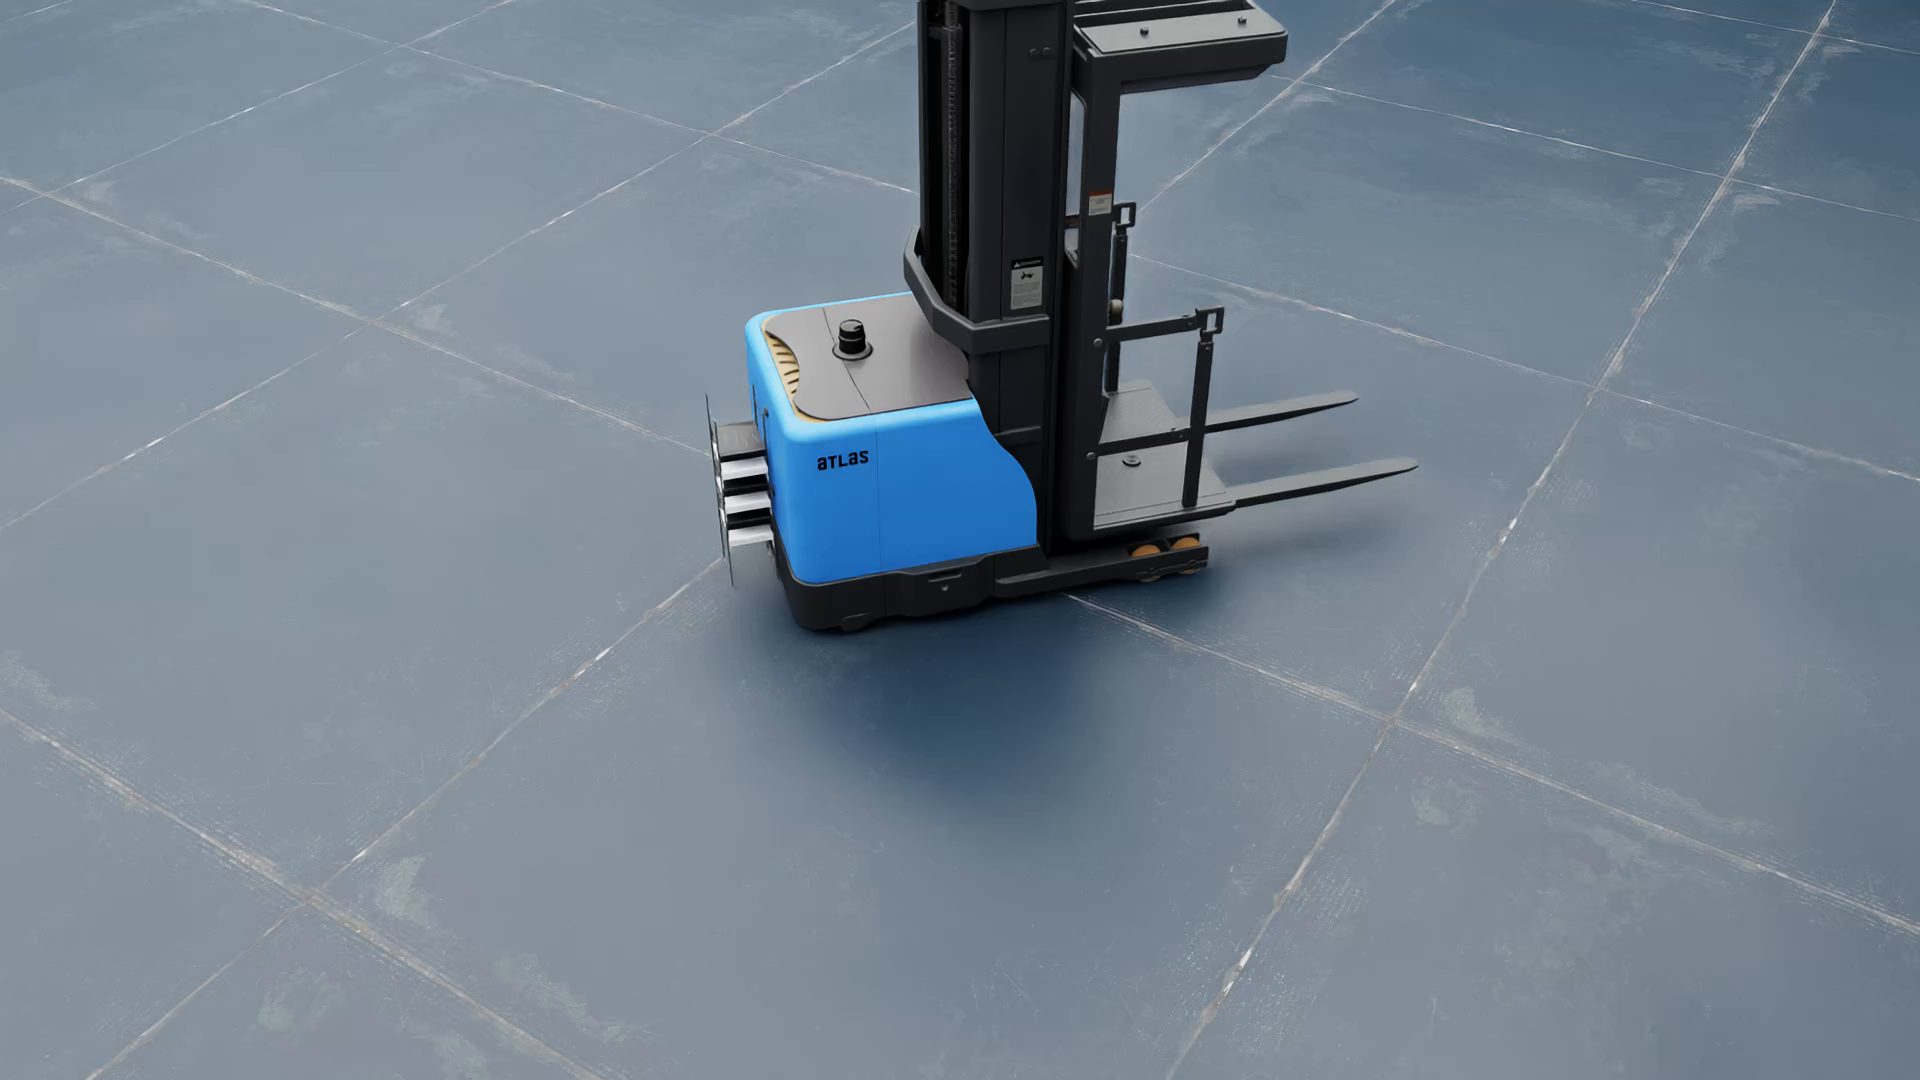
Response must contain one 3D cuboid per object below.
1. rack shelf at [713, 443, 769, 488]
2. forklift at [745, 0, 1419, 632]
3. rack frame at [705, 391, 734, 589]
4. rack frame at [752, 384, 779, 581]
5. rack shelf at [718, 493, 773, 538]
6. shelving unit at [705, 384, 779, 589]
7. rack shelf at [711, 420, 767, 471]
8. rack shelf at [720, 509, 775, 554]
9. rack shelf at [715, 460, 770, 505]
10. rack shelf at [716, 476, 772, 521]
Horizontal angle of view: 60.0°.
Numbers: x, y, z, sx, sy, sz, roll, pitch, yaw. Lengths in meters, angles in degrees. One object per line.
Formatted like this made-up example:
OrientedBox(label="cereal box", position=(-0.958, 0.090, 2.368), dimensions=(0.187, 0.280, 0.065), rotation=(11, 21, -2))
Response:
OrientedBox(label="rack shelf", position=(-0.954, -0.341, 7.215), dimensions=(0.200, 0.077, 0.258), rotation=(-10, 39, -13))
OrientedBox(label="forklift", position=(0.621, -1.272, 6.999), dimensions=(3.031, 2.935, 1.130), rotation=(-10, 39, -13))
OrientedBox(label="rack frame", position=(-1.052, -0.207, 7.282), dimensions=(0.006, 0.900, 0.240), rotation=(-10, 39, -13))
OrientedBox(label="rack frame", position=(-0.856, -0.242, 7.327), dimensions=(0.006, 0.900, 0.240), rotation=(-10, 39, -13))
OrientedBox(label="rack shelf", position=(-0.954, -0.127, 7.380), dimensions=(0.200, 0.077, 0.258), rotation=(-10, 39, -13))
OrientedBox(label="shelving unit", position=(-0.954, -0.225, 7.305), dimensions=(0.210, 0.900, 0.258), rotation=(-10, 39, -13))
OrientedBox(label="rack shelf", position=(-0.954, -0.412, 7.160), dimensions=(0.200, 0.077, 0.258), rotation=(-10, 39, -13))
OrientedBox(label="rack shelf", position=(-0.954, -0.056, 7.435), dimensions=(0.200, 0.077, 0.258), rotation=(-10, 39, -13))
OrientedBox(label="rack shelf", position=(-0.954, -0.270, 7.270), dimensions=(0.200, 0.077, 0.258), rotation=(-10, 39, -13))
OrientedBox(label="rack shelf", position=(-0.954, -0.198, 7.325), dimensions=(0.200, 0.077, 0.258), rotation=(-10, 39, -13))
